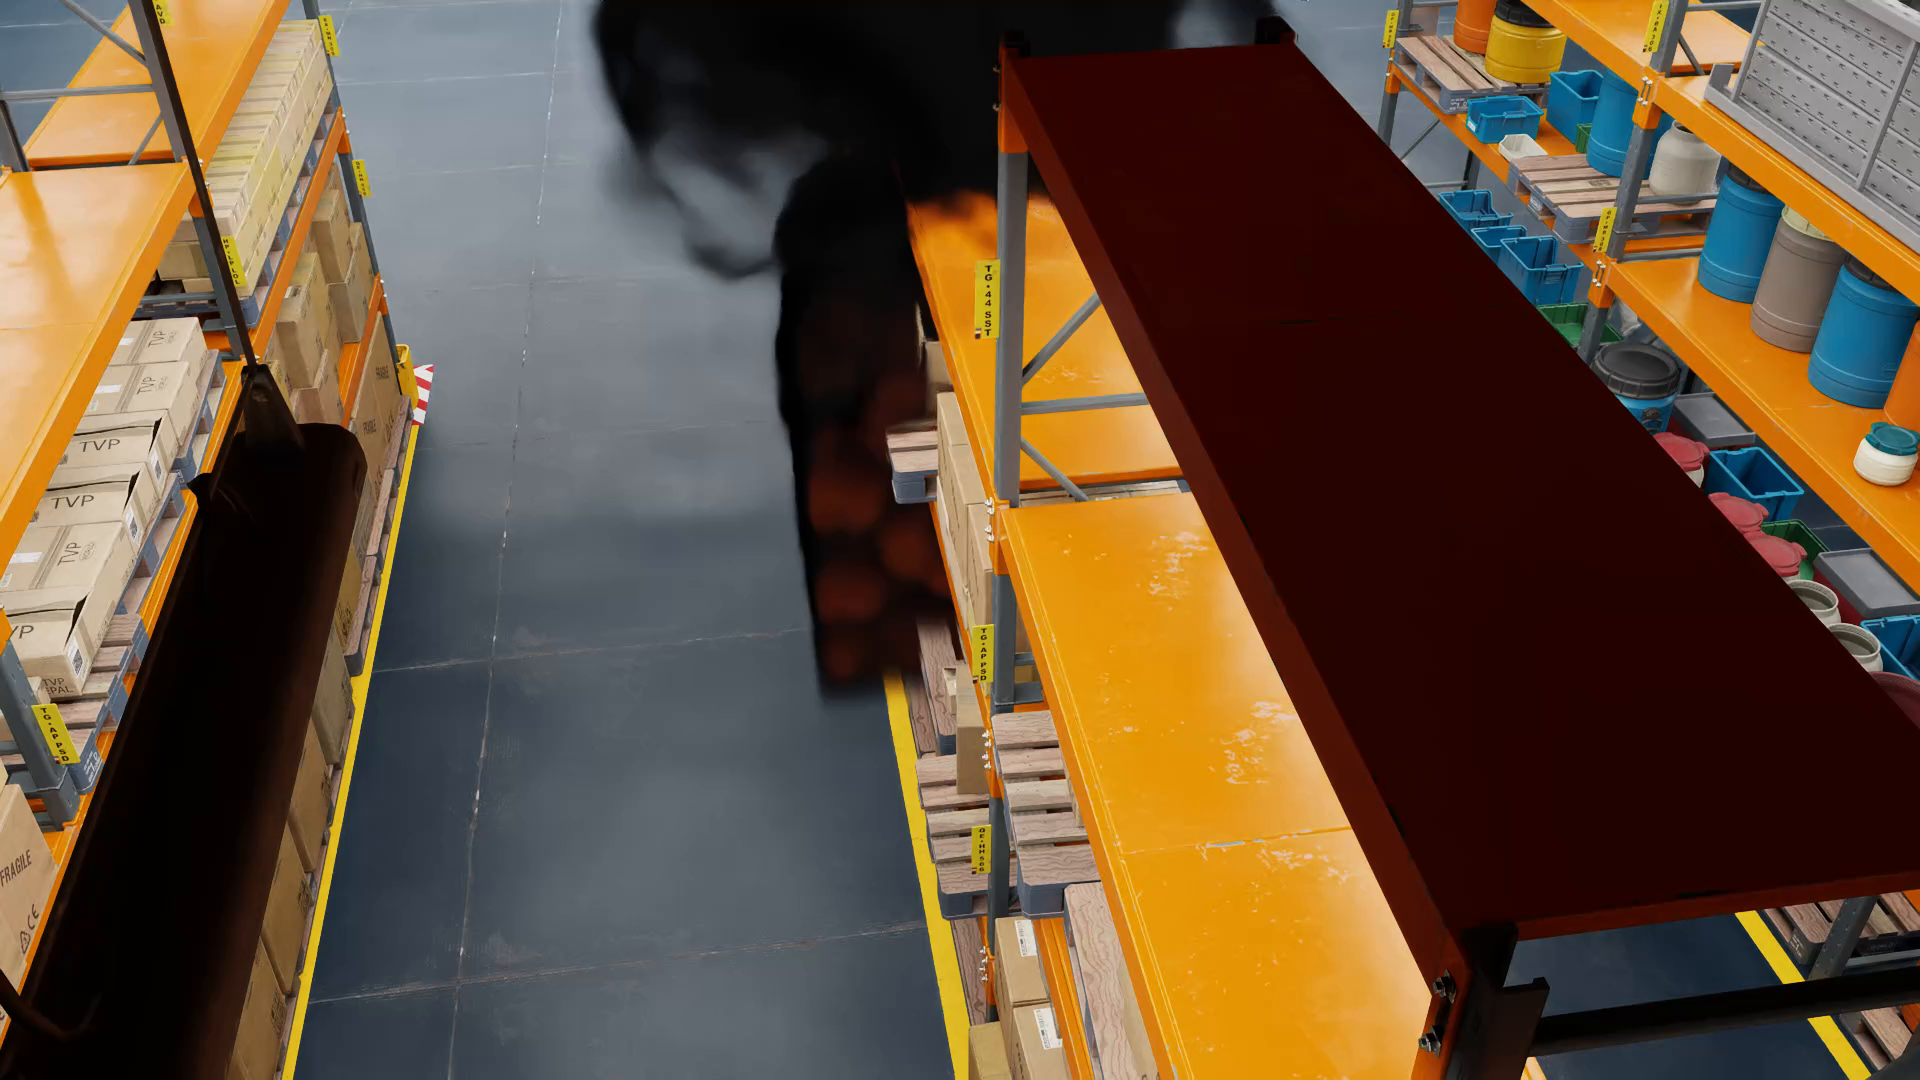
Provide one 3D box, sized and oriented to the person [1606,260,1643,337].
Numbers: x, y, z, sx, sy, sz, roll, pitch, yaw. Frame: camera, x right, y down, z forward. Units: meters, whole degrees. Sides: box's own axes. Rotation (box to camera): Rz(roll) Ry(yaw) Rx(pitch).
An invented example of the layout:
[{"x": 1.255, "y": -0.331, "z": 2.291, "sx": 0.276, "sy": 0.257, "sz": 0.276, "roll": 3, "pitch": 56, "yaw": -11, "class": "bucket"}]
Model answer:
[{"x": 6.131, "y": -2.734, "z": 15.216, "sx": 0.648, "sy": 1.821, "sz": 0.779, "roll": -9, "pitch": 37, "yaw": -12, "class": "person"}]
